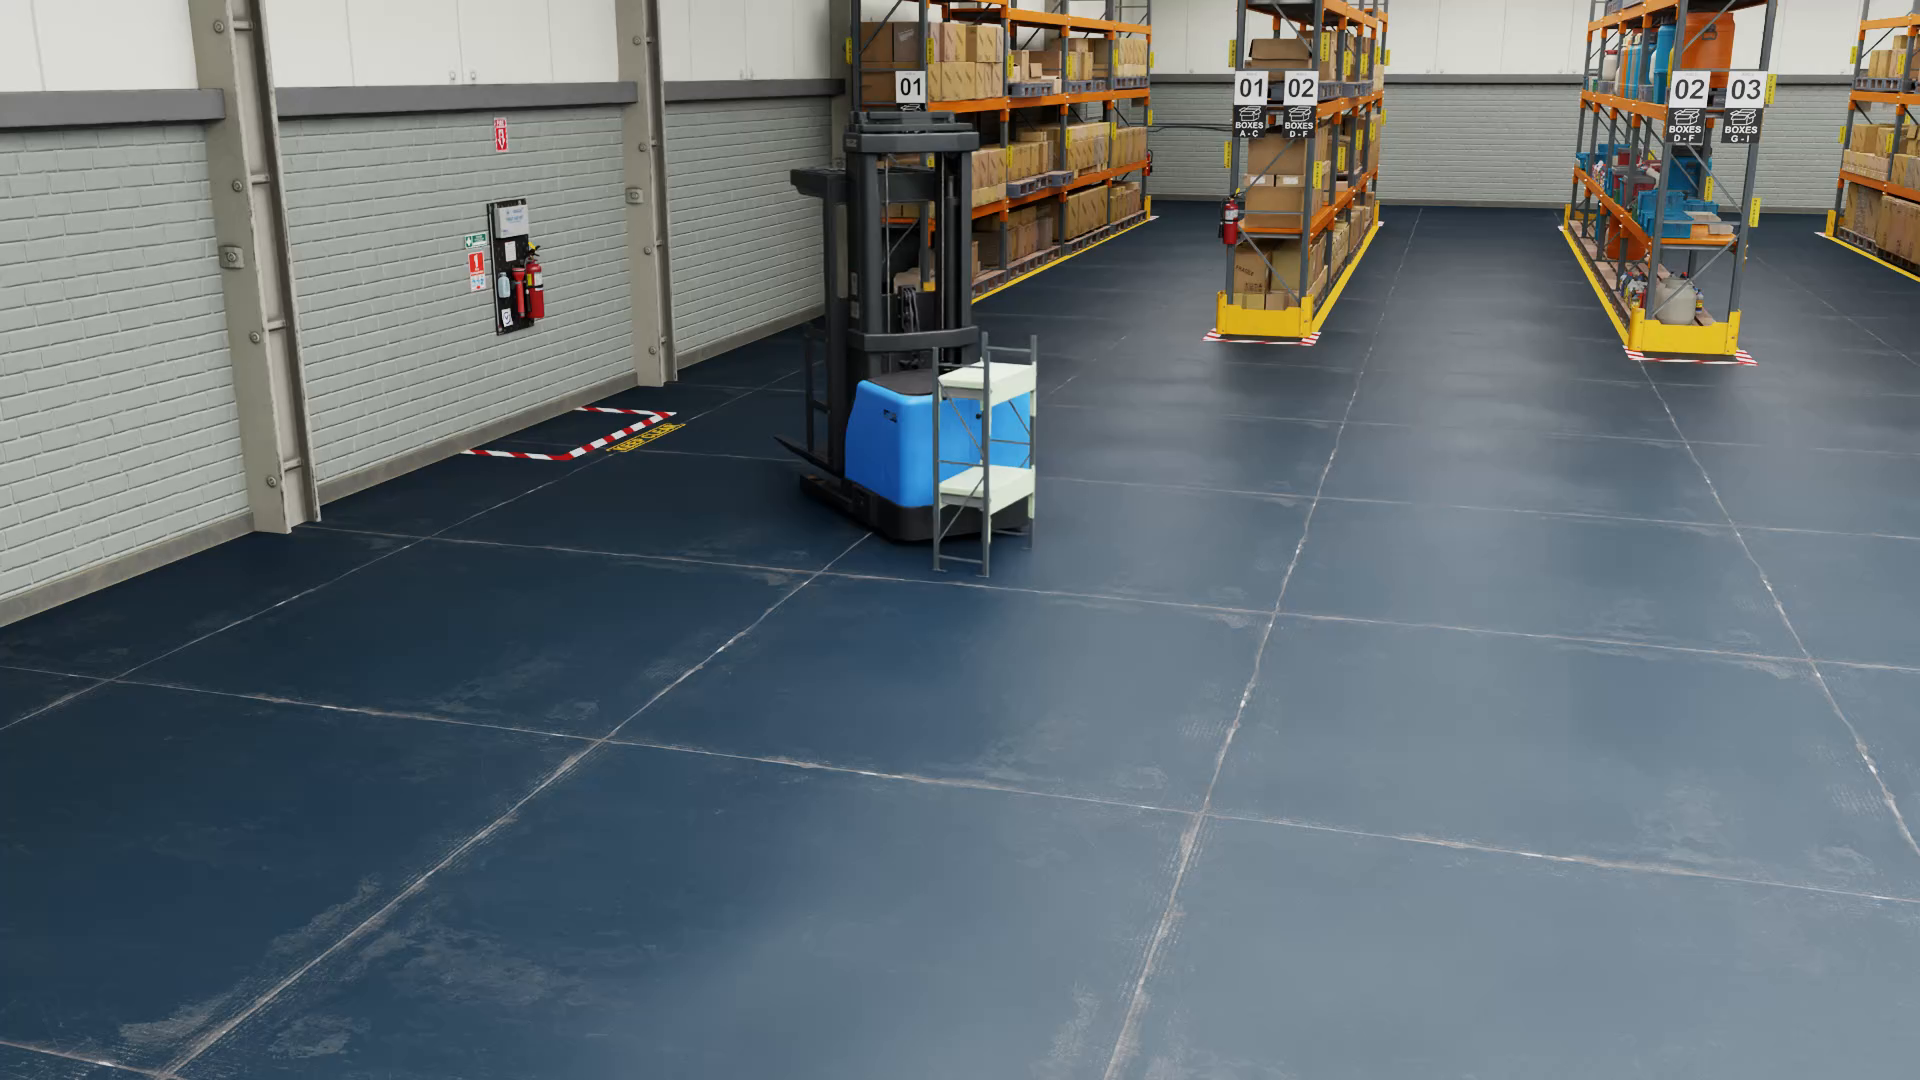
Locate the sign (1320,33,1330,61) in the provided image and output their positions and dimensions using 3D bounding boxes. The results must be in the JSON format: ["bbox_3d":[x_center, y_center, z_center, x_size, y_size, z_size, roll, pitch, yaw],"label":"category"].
[{"bbox_3d":[4.376,-5.915,19.944,0.100,0.325,0.005,5,16,16],"label":"sign"}]

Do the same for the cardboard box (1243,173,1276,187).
[{"bbox_3d":[3.772,-4.533,20.943,0.380,0.149,0.250,4,16,15],"label":"cardboard box"}]

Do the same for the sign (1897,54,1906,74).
[{"bbox_3d":[16.220,-8.201,28.657,0.100,0.325,0.005,5,16,16],"label":"sign"}]

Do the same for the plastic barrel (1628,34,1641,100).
[{"bbox_3d":[9.853,-6.725,23.627,0.600,0.901,0.600,0,16,0],"label":"plastic barrel"}]

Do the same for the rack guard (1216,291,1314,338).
[{"bbox_3d":[3.839,-2.850,20.960,1.175,0.500,0.348,5,16,16],"label":"rack guard"}]

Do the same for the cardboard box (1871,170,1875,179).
[{"bbox_3d":[16.745,-6.615,30.114,0.380,0.149,0.250,5,17,17],"label":"cardboard box"}]

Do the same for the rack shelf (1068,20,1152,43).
[{"bbox_3d":[3.074,-10.452,34.239,1.077,0.370,4.000,5,16,16],"label":"rack shelf"}]

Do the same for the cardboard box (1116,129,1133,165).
[{"bbox_3d":[3.085,-8.248,34.861,0.980,0.700,0.700,4,16,13],"label":"cardboard box"}]

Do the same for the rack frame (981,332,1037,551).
[{"bbox_3d":[0.332,-0.672,11.449,0.400,1.500,0.023,8,18,25],"label":"rack frame"}]

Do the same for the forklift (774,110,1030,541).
[{"bbox_3d":[-0.602,-1.757,12.651,1.130,2.935,3.031,-8,18,-26],"label":"forklift"}]

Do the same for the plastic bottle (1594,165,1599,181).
[{"bbox_3d":[11.239,-6.461,29.327,0.061,0.283,0.133,5,16,16],"label":"plastic bottle"}]

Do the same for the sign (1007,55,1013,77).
[{"bbox_3d":[0.755,-7.140,25.060,0.100,0.325,0.005,5,16,16],"label":"sign"}]

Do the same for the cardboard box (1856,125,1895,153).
[{"bbox_3d":[17.211,-7.535,31.255,0.500,0.500,0.500,4,16,14],"label":"cardboard box"}]

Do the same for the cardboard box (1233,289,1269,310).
[{"bbox_3d":[3.715,-3.101,21.534,0.500,0.250,0.500,5,16,16],"label":"cardboard box"}]

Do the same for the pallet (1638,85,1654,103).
[{"bbox_3d":[9.619,-5.876,21.897,1.213,0.211,1.003,5,16,16],"label":"pallet"}]

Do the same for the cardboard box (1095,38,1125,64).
[{"bbox_3d":[2.977,-9.728,33.079,0.500,0.500,0.500,4,16,15],"label":"cardboard box"}]

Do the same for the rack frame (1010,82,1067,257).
[{"bbox_3d":[1.369,-6.535,29.371,1.000,3.000,0.127,5,16,16],"label":"rack frame"}]

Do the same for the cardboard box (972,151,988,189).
[{"bbox_3d":[0.105,-5.377,24.152,0.500,0.500,0.500,4,16,14],"label":"cardboard box"}]

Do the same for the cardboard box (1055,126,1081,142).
[{"bbox_3d":[1.897,-7.336,30.056,0.500,0.250,0.500,4,16,15],"label":"cardboard box"}]

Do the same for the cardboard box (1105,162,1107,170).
[{"bbox_3d":[2.681,-7.359,32.703,0.380,0.149,0.250,5,17,16],"label":"cardboard box"}]

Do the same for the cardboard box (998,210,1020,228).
[{"bbox_3d":[0.692,-5.304,27.431,0.500,0.250,0.500,4,16,14],"label":"cardboard box"}]

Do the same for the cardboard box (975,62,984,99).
[{"bbox_3d":[0.049,-6.558,23.738,0.500,0.500,0.500,4,16,14],"label":"cardboard box"}]

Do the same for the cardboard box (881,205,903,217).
[{"bbox_3d":[-0.958,-4.516,22.494,0.500,0.250,0.500,5,17,17],"label":"cardboard box"}]

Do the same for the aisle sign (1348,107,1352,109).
[{"bbox_3d":[8.131,-9.536,35.187,0.394,0.787,0.004,5,16,16],"label":"aisle sign"}]

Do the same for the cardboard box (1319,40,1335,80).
[{"bbox_3d":[4.580,-6.232,21.599,0.500,0.500,0.500,5,16,16],"label":"cardboard box"}]

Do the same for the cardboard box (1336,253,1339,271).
[{"bbox_3d":[5.626,-4.340,25.902,0.500,0.250,0.500,4,16,14],"label":"cardboard box"}]

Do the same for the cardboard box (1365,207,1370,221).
[{"bbox_3d":[8.176,-6.726,34.277,0.500,0.250,0.500,5,16,16],"label":"cardboard box"}]

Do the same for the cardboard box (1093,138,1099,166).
[{"bbox_3d":[2.330,-7.377,31.574,0.500,0.500,0.500,5,16,16],"label":"cardboard box"}]

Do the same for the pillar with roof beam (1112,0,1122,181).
[{"bbox_3d":[7.708,-11.953,37.481,9.100,9.000,0.400,5,16,16],"label":"pillar with roof beam"}]

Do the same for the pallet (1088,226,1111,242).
[{"bbox_3d":[2.359,-6.032,32.708,1.003,0.211,1.213,5,16,16],"label":"pallet"}]

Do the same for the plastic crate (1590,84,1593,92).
[{"bbox_3d":[12.001,-8.491,31.256,0.293,0.136,0.466,5,16,16],"label":"plastic crate"}]

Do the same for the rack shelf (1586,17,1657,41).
[{"bbox_3d":[12.573,-9.684,31.531,1.077,0.370,4.000,5,16,16],"label":"rack shelf"}]

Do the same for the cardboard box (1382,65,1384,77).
[{"bbox_3d":[8.491,-9.702,34.398,0.500,0.250,0.500,5,16,16],"label":"cardboard box"}]

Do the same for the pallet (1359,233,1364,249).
[{"bbox_3d":[7.061,-5.641,31.329,1.003,0.211,1.213,5,16,16],"label":"pallet"}]

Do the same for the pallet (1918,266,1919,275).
[{"bbox_3d":[15.913,-4.241,26.395,1.003,0.211,1.213,5,16,16],"label":"pallet"}]

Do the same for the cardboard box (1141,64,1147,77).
[{"bbox_3d":[3.689,-10.036,35.542,0.500,0.250,0.500,5,17,18],"label":"cardboard box"}]

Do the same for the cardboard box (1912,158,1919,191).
[{"bbox_3d":[15.956,-5.978,27.225,0.500,0.500,0.500,5,17,17],"label":"cardboard box"}]

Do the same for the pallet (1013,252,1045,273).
[{"bbox_3d":[0.797,-4.671,27.909,1.003,0.211,1.213,5,16,16],"label":"pallet"}]

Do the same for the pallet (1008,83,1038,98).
[{"bbox_3d":[0.510,-6.994,25.838,1.213,0.211,1.003,5,16,16],"label":"pallet"}]

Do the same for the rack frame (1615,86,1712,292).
[{"bbox_3d":[9.731,-4.720,22.973,1.000,3.000,0.127,5,16,16],"label":"rack frame"}]

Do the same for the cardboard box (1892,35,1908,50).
[{"bbox_3d":[17.306,-9.050,30.230,0.500,0.250,0.500,4,16,14],"label":"cardboard box"}]

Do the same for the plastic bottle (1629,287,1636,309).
[{"bbox_3d":[8.711,-3.125,21.520,0.061,0.283,0.133,5,17,17],"label":"plastic bottle"}]

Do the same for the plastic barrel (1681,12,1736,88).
[{"bbox_3d":[8.610,-5.662,19.241,0.600,0.830,0.708,5,16,16],"label":"plastic barrel"}]

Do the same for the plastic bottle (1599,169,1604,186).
[{"bbox_3d":[10.898,-6.148,28.222,0.061,0.283,0.133,5,16,16],"label":"plastic bottle"}]

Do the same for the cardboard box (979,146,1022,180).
[{"bbox_3d":[0.575,-6.024,26.581,0.700,0.500,0.500,6,17,22],"label":"cardboard box"}]

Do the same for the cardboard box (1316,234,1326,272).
[{"bbox_3d":[4.907,-4.077,23.600,0.500,0.500,0.500,5,16,16],"label":"cardboard box"}]

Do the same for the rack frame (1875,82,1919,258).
[{"bbox_3d":[16.753,-6.429,28.998,1.000,3.000,0.127,5,16,16],"label":"rack frame"}]

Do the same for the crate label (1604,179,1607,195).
[{"bbox_3d":[10.388,-5.605,26.399,0.303,0.233,0.416,5,16,16],"label":"crate label"}]

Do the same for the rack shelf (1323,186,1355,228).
[{"bbox_3d":[5.551,-5.282,26.273,1.077,0.370,4.000,5,16,16],"label":"rack shelf"}]

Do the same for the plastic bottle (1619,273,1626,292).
[{"bbox_3d":[9.220,-3.570,23.111,0.097,0.271,0.097,0,16,0],"label":"plastic bottle"}]

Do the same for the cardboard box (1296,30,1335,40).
[{"bbox_3d":[5.196,-7.197,24.340,0.500,0.500,0.500,5,17,17],"label":"cardboard box"}]

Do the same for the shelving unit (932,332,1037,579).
[{"bbox_3d":[0.169,-0.582,11.134,0.431,1.500,0.755,8,18,25],"label":"shelving unit"}]
